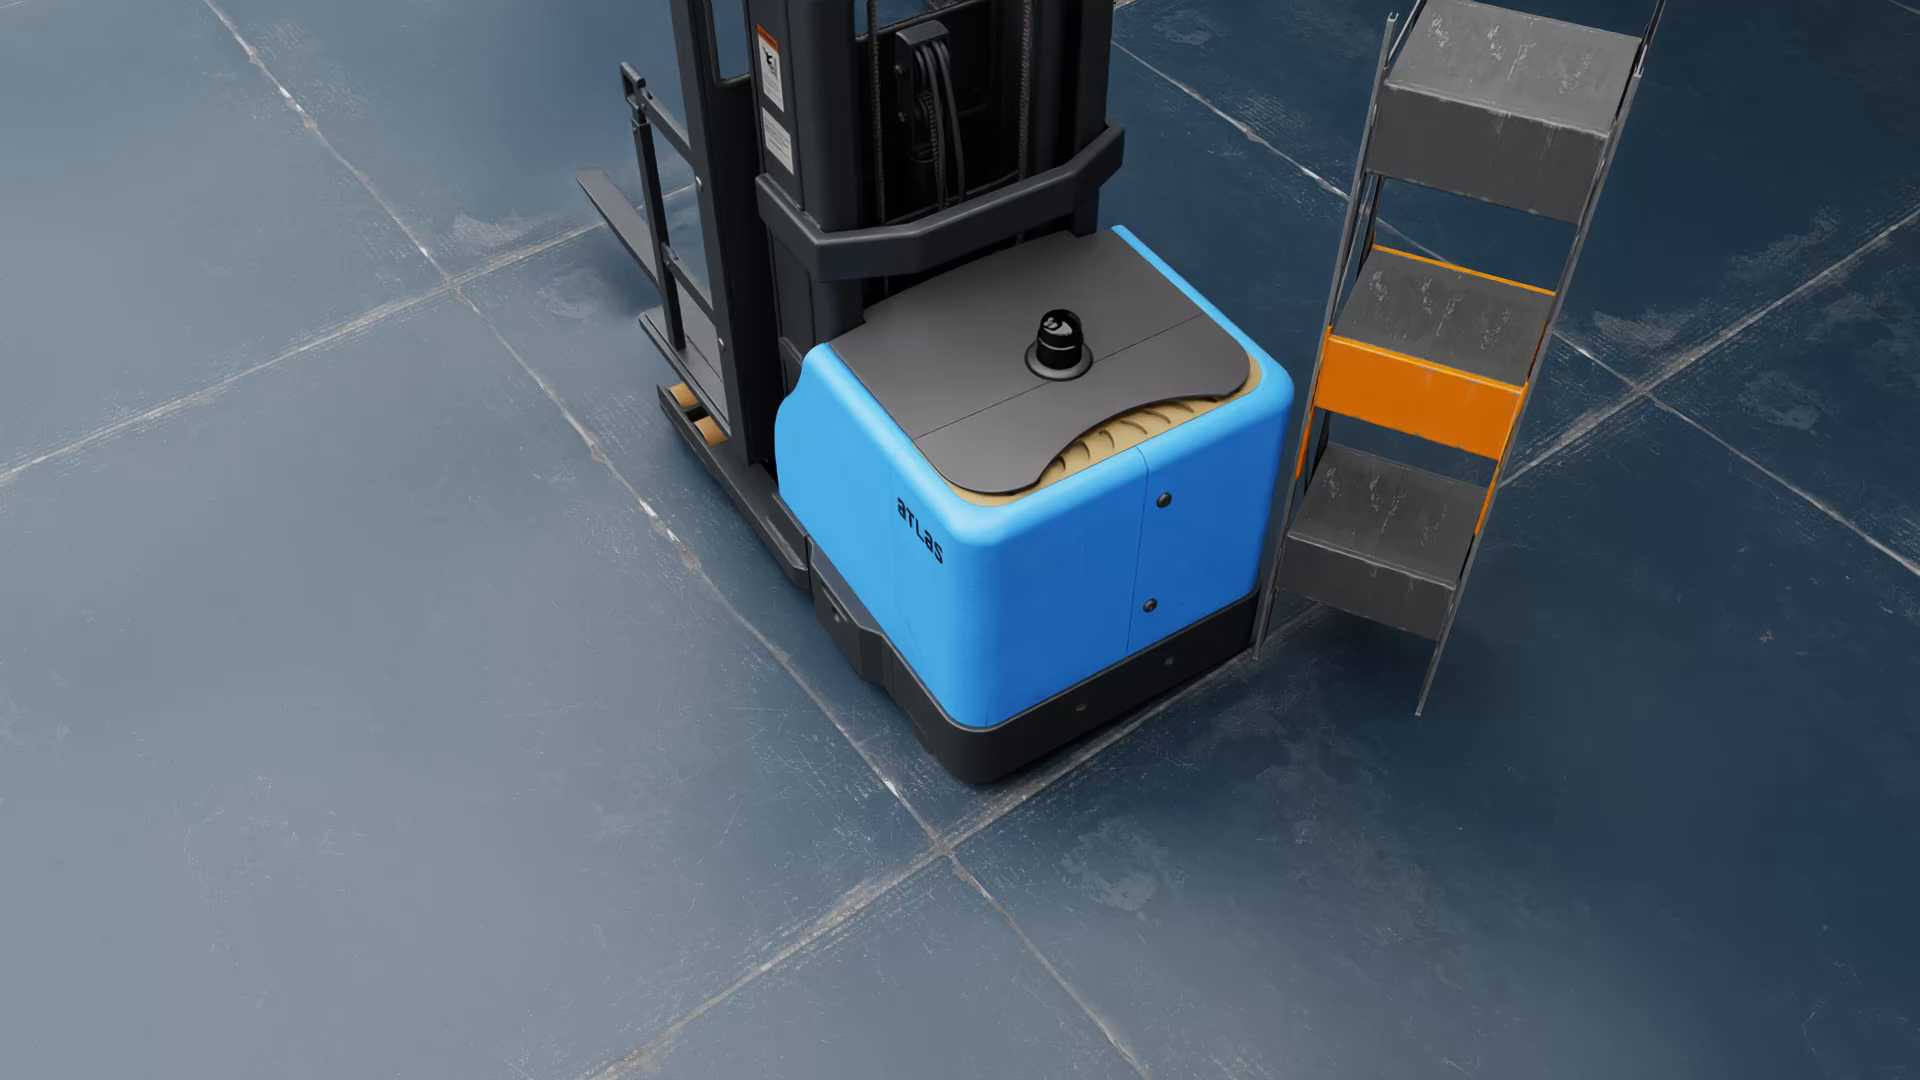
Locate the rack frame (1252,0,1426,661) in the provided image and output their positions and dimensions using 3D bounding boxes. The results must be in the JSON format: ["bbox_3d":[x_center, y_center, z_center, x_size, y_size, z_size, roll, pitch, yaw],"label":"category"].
[{"bbox_3d":[0.956,-0.482,4.270,0.015,2.100,0.400,19,51,16],"label":"rack frame"}]

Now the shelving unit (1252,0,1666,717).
[{"bbox_3d":[1.178,-0.407,4.201,0.503,2.100,0.431,19,51,16],"label":"shelving unit"}]

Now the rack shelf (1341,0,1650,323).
[{"bbox_3d":[1.178,-0.868,3.693,0.480,0.518,0.431,19,51,16],"label":"rack shelf"}]

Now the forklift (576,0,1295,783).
[{"bbox_3d":[-0.345,-1.397,4.538,1.130,2.935,3.031,-25,52,-21],"label":"forklift"}]

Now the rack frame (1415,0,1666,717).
[{"bbox_3d":[1.400,-0.331,4.133,0.015,2.100,0.400,19,51,16],"label":"rack frame"}]

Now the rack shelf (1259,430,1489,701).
[{"bbox_3d":[1.178,0.073,4.730,0.480,0.518,0.431,19,51,16],"label":"rack shelf"}]

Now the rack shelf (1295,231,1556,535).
[{"bbox_3d":[1.178,-0.397,4.211,0.480,0.518,0.431,19,51,16],"label":"rack shelf"}]
